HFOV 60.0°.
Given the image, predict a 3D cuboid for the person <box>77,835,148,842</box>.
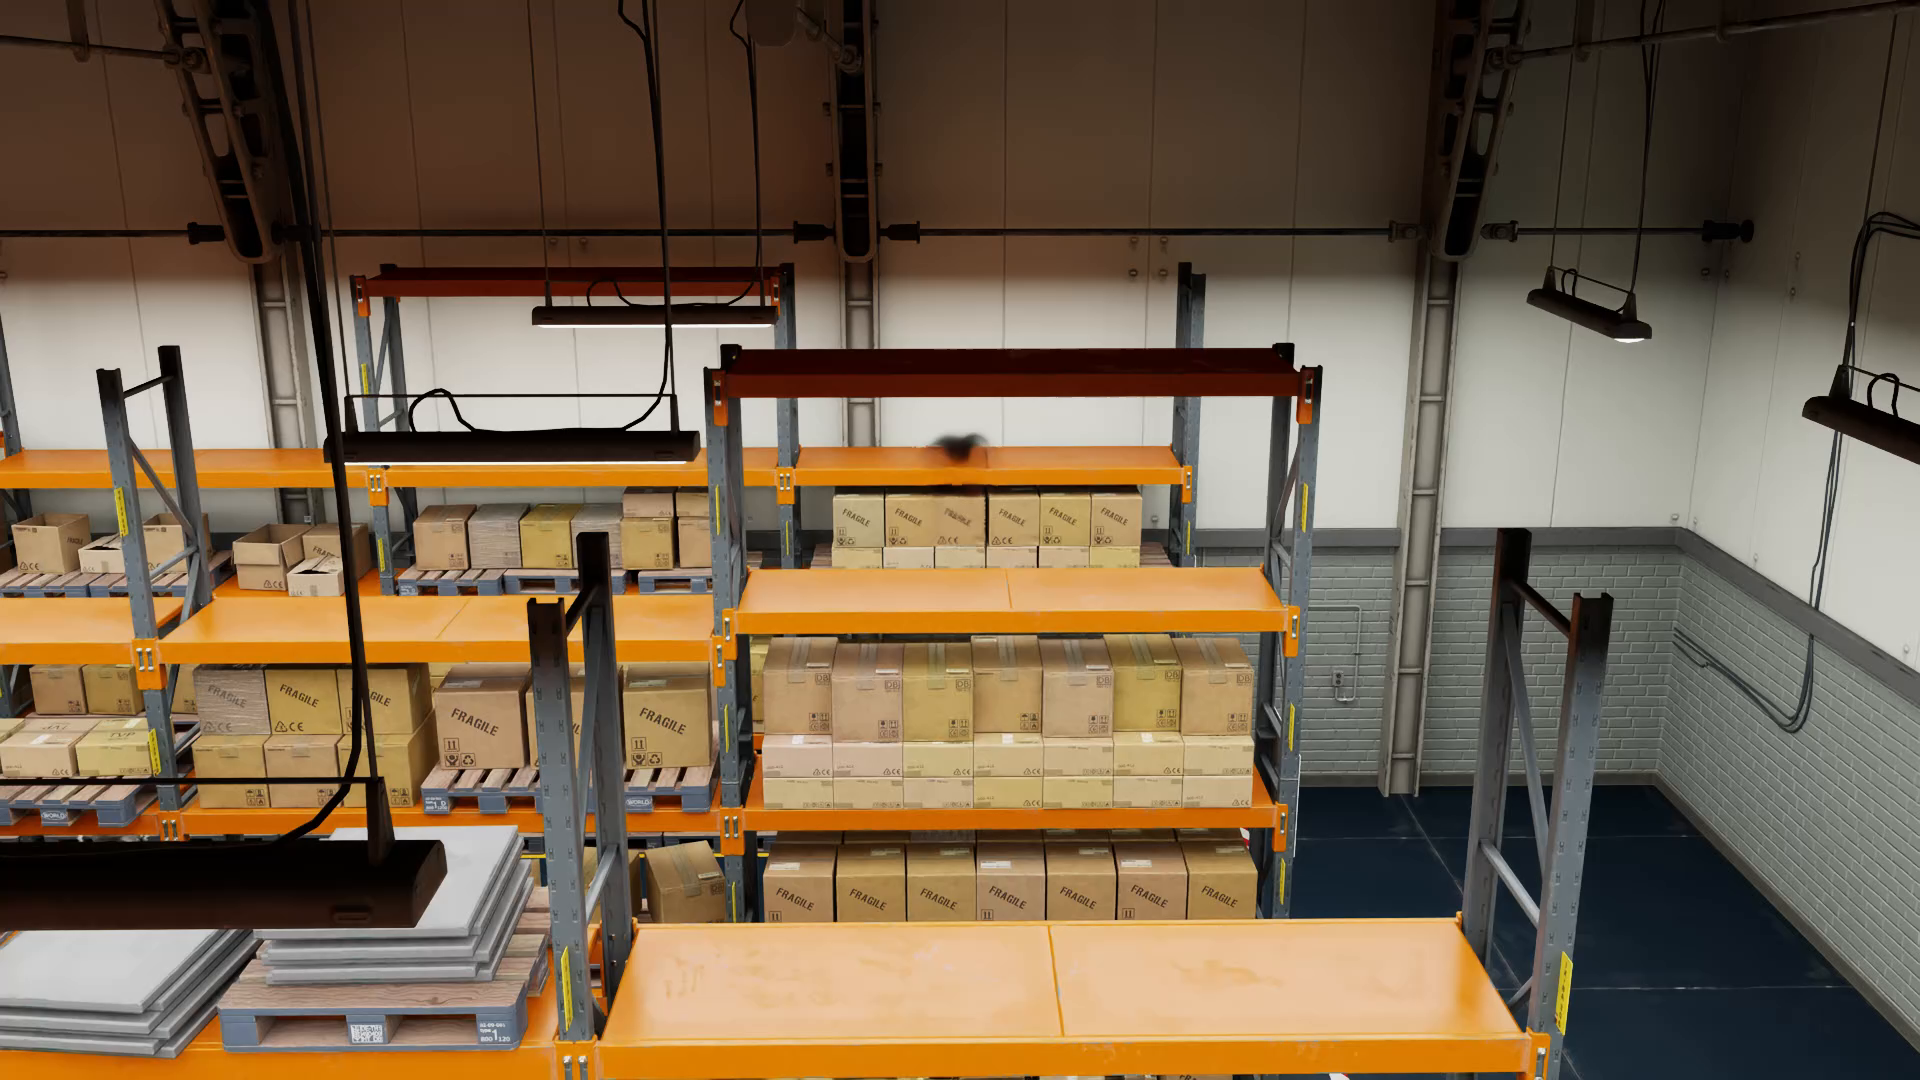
[{"bbox_3d":[-8.095,2.789,15.832,0.612,1.800,0.512,-3,16,-11],"label":"person"}]
